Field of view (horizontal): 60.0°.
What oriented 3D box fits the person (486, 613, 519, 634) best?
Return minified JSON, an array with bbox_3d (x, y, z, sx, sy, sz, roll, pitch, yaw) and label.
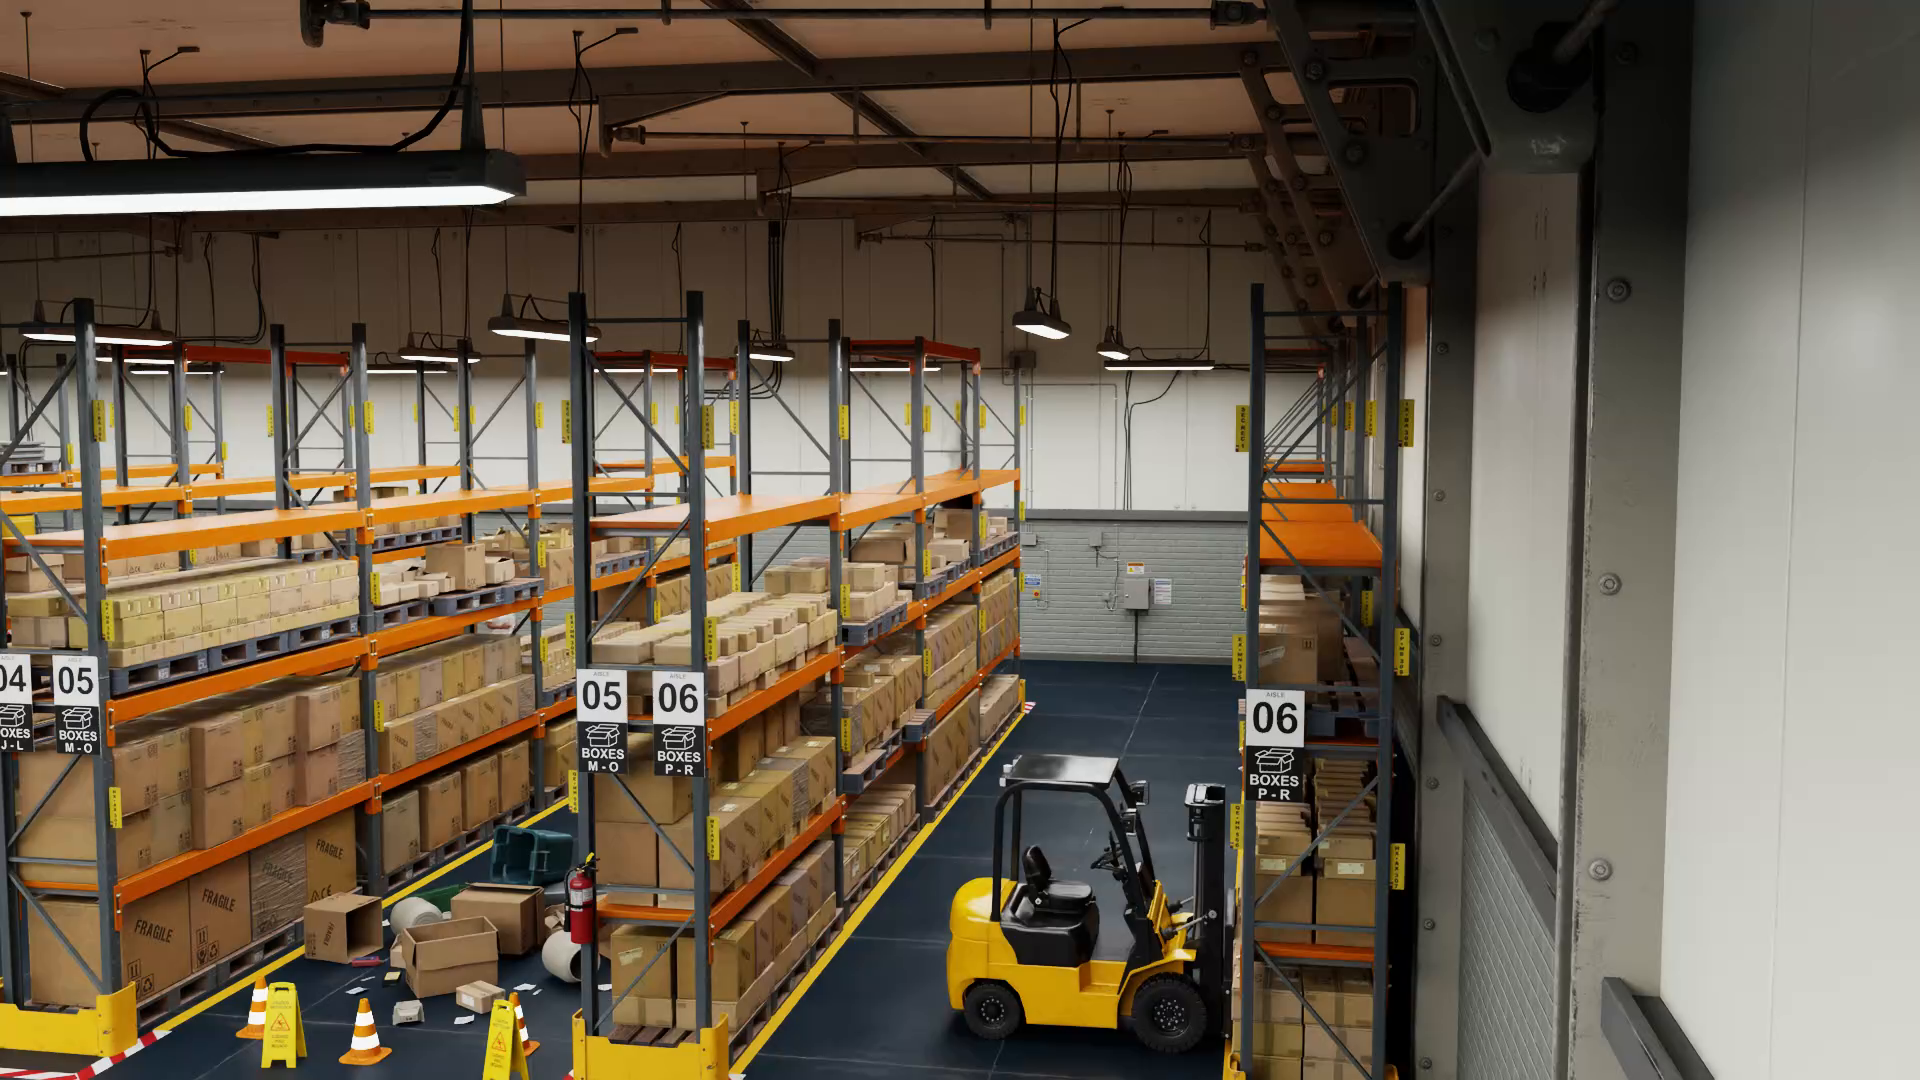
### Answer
[{"bbox_3d":[-8.435,1.807,30.814,0.967,1.769,0.707,4,6,43],"label":"person"}]
